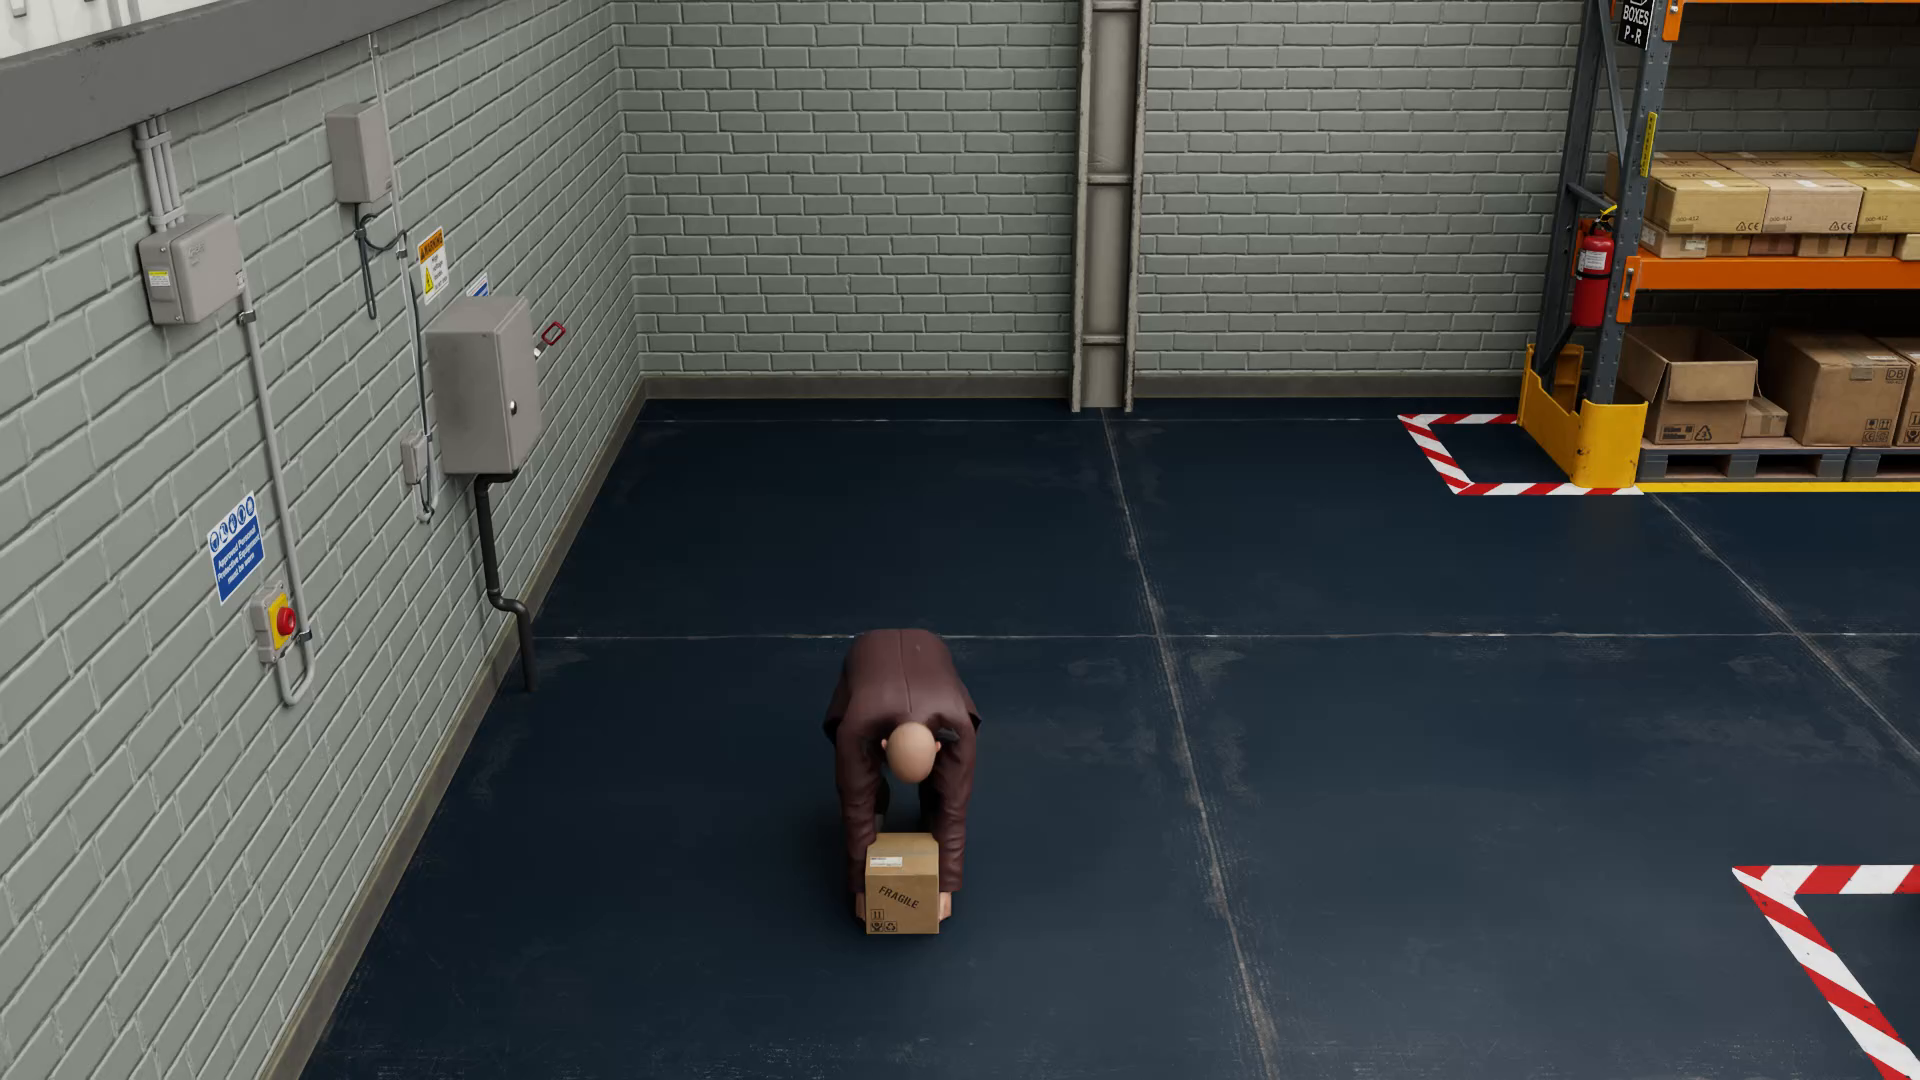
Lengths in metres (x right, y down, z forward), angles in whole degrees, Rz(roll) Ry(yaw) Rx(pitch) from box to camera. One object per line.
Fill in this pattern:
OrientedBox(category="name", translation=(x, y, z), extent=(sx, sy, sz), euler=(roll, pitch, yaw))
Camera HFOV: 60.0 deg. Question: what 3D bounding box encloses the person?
OrientedBox(category="person", translation=(-0.207, 0.798, 6.010), extent=(0.584, 0.849, 0.952), euler=(-1, 24, -2))
